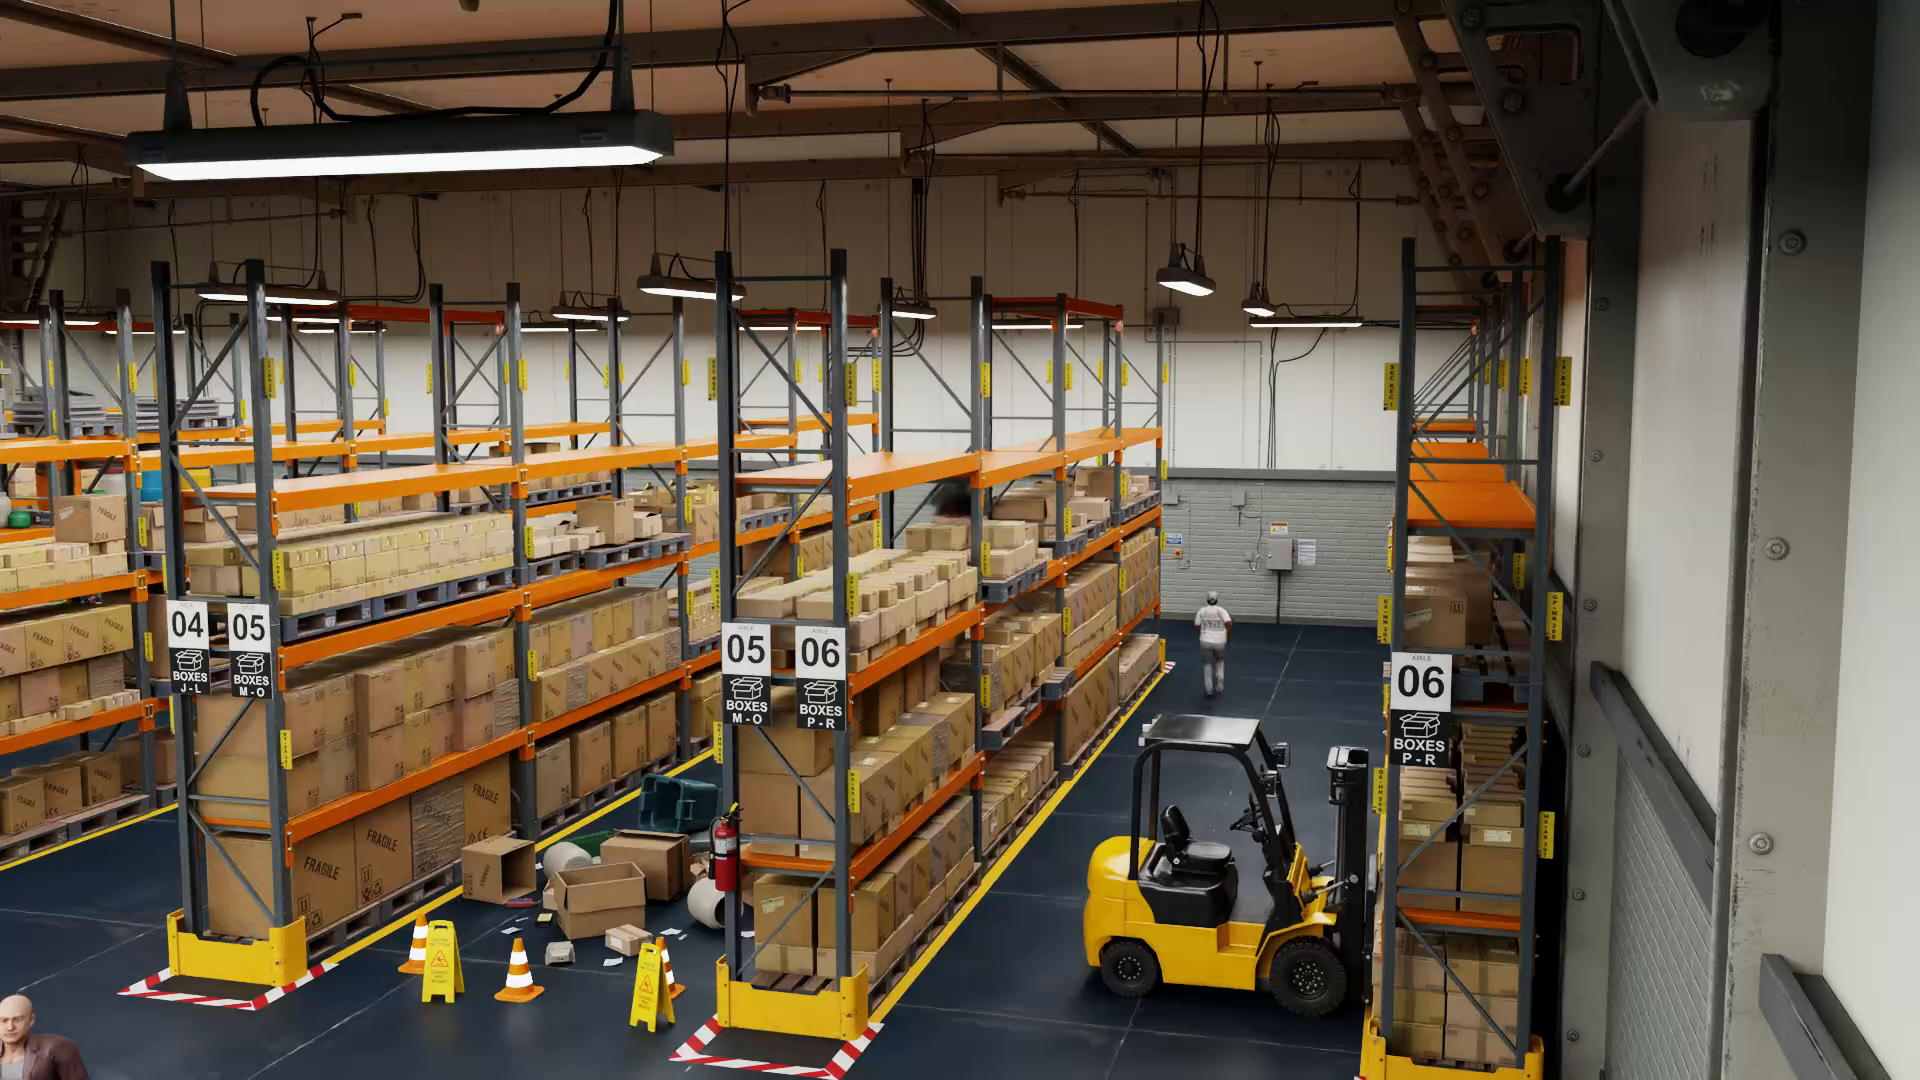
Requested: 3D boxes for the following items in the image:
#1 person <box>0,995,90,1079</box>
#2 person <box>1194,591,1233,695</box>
[{"bbox_3d":[-5.077,3.358,9.014,0.693,1.811,0.808,-3,7,-26],"label":"person"},{"bbox_3d":[3.966,1.600,26.038,0.592,1.629,0.583,1,6,8],"label":"person"}]
